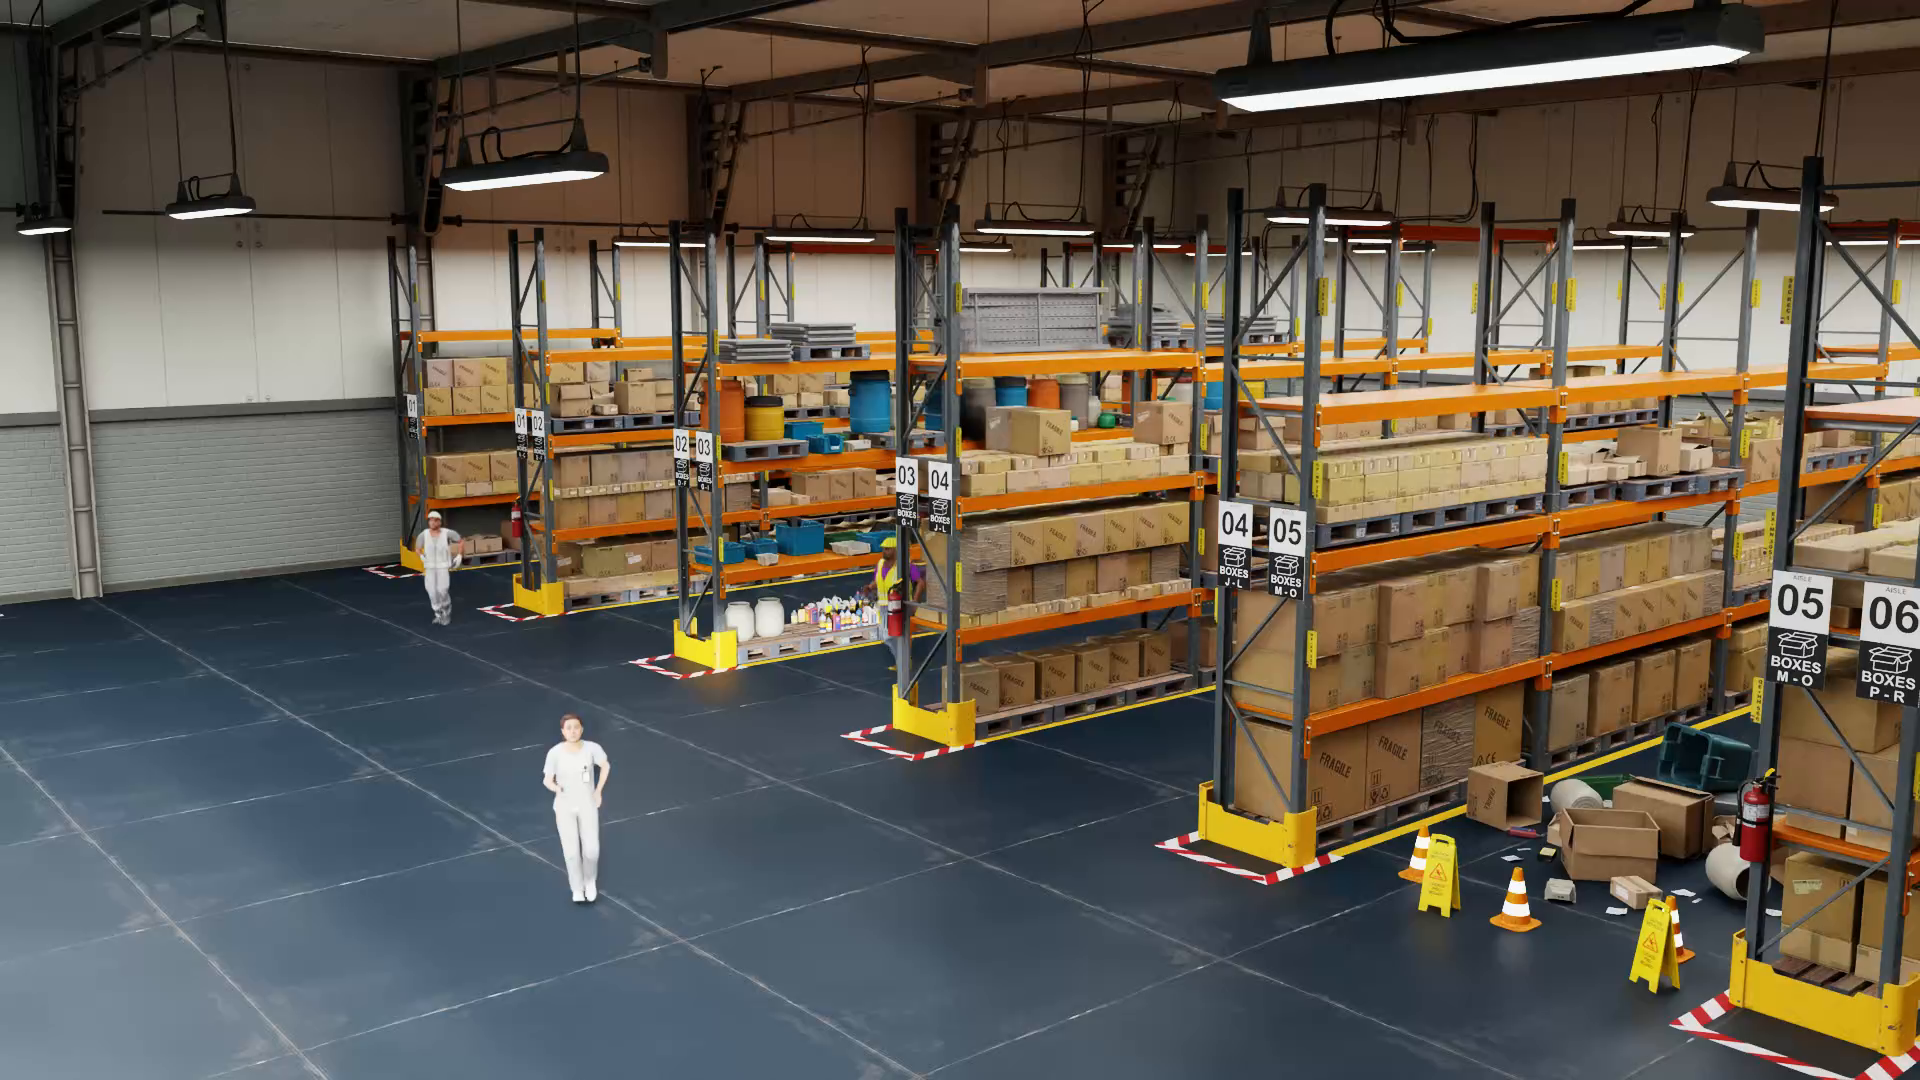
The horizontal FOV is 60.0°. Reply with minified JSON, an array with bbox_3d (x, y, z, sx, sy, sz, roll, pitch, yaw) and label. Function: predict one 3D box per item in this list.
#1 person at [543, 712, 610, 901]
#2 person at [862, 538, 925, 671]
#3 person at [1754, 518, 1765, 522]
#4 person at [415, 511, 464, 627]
[{"bbox_3d":[-3.171,2.253,13.804,0.544,1.609,0.605,-2,9,-13],"label":"person"},{"bbox_3d":[-0.865,0.832,20.823,0.728,1.736,0.645,8,12,42],"label":"person"},{"bbox_3d":[12.156,0.487,25.264,0.581,1.661,0.651,-6,11,-36],"label":"person"},{"bbox_3d":[-7.872,0.451,25.104,0.685,1.787,0.676,-1,9,-5],"label":"person"}]
